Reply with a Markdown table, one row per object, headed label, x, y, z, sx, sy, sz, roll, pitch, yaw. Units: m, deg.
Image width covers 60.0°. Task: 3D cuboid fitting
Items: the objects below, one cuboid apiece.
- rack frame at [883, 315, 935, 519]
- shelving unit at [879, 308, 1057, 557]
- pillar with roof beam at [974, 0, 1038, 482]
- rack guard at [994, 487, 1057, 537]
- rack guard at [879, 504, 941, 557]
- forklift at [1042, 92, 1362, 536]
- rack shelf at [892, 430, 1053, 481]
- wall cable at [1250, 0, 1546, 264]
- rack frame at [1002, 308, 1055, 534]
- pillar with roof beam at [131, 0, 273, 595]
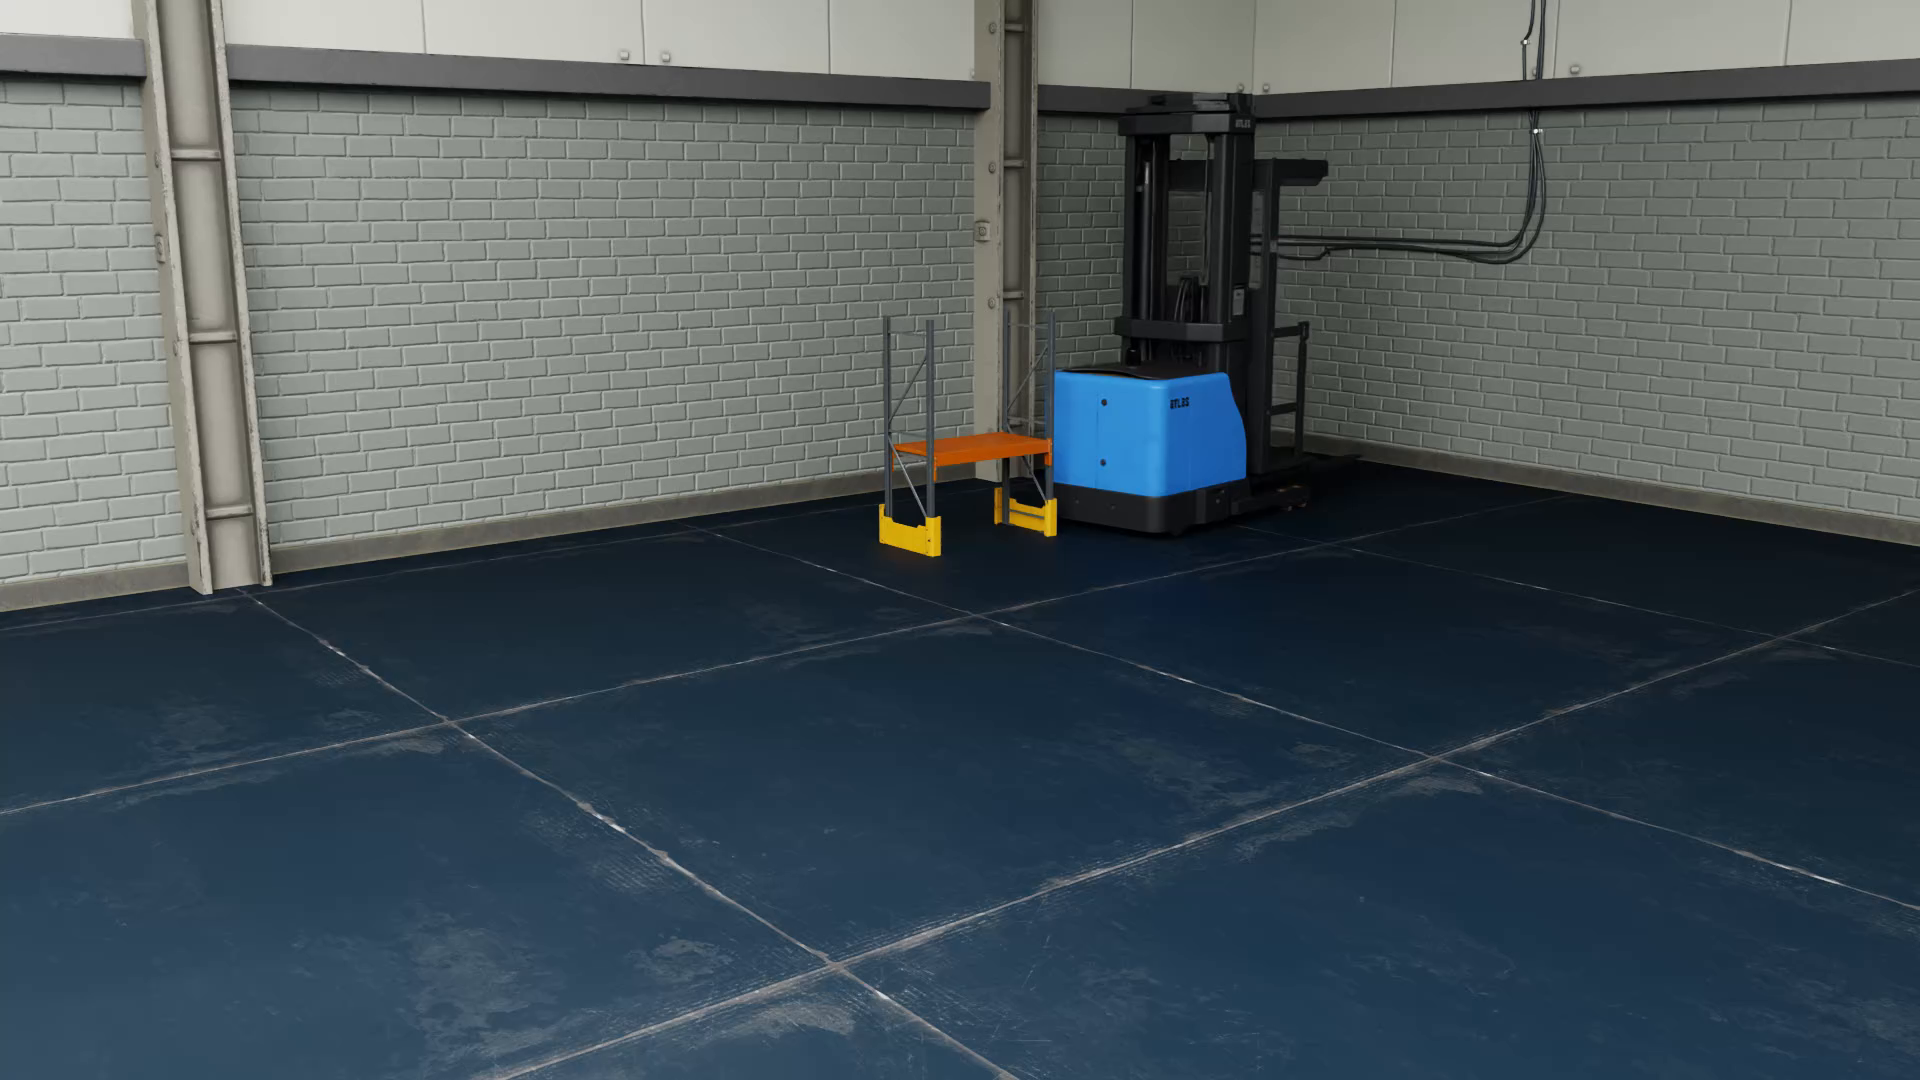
| label | x | y | z | sx | sy | sz | roll | pitch | yaw |
| --- | --- | --- | --- | --- | --- | --- | --- | --- | --- |
| rack frame | -0.330 | -0.679 | 10.714 | 0.032 | 1.500 | 0.500 | -9 | 15 | -38 |
| shelving unit | 0.060 | -0.744 | 11.020 | 1.083 | 1.500 | 0.587 | -9 | 15 | -38 |
| pillar with roof beam | 3.046 | -4.216 | 9.317 | 0.400 | 9.000 | 9.100 | -9 | 15 | -38 |
| rack guard | 0.448 | -0.197 | 11.454 | 0.087 | 0.250 | 0.587 | -9 | 15 | -38 |
| rack guard | -0.329 | -0.068 | 10.845 | 0.087 | 0.250 | 0.587 | -9 | 15 | -38 |
| forklift | 1.937 | -1.705 | 12.104 | 1.130 | 2.935 | 3.031 | 11 | 16 | 41 |
| rack shelf | 0.067 | -0.569 | 11.062 | 1.000 | 0.185 | 0.538 | -9 | 15 | -38 |
| wall cable | 3.483 | -3.563 | 13.718 | 0.112 | 2.526 | 3.097 | -9 | 15 | -38 |
| rack frame | 0.464 | -0.811 | 11.336 | 0.032 | 1.500 | 0.500 | -9 | 15 | -38 |
| pillar with roof beam | -1.639 | -3.437 | 5.651 | 0.400 | 9.000 | 9.100 | -9 | 15 | -38 |
